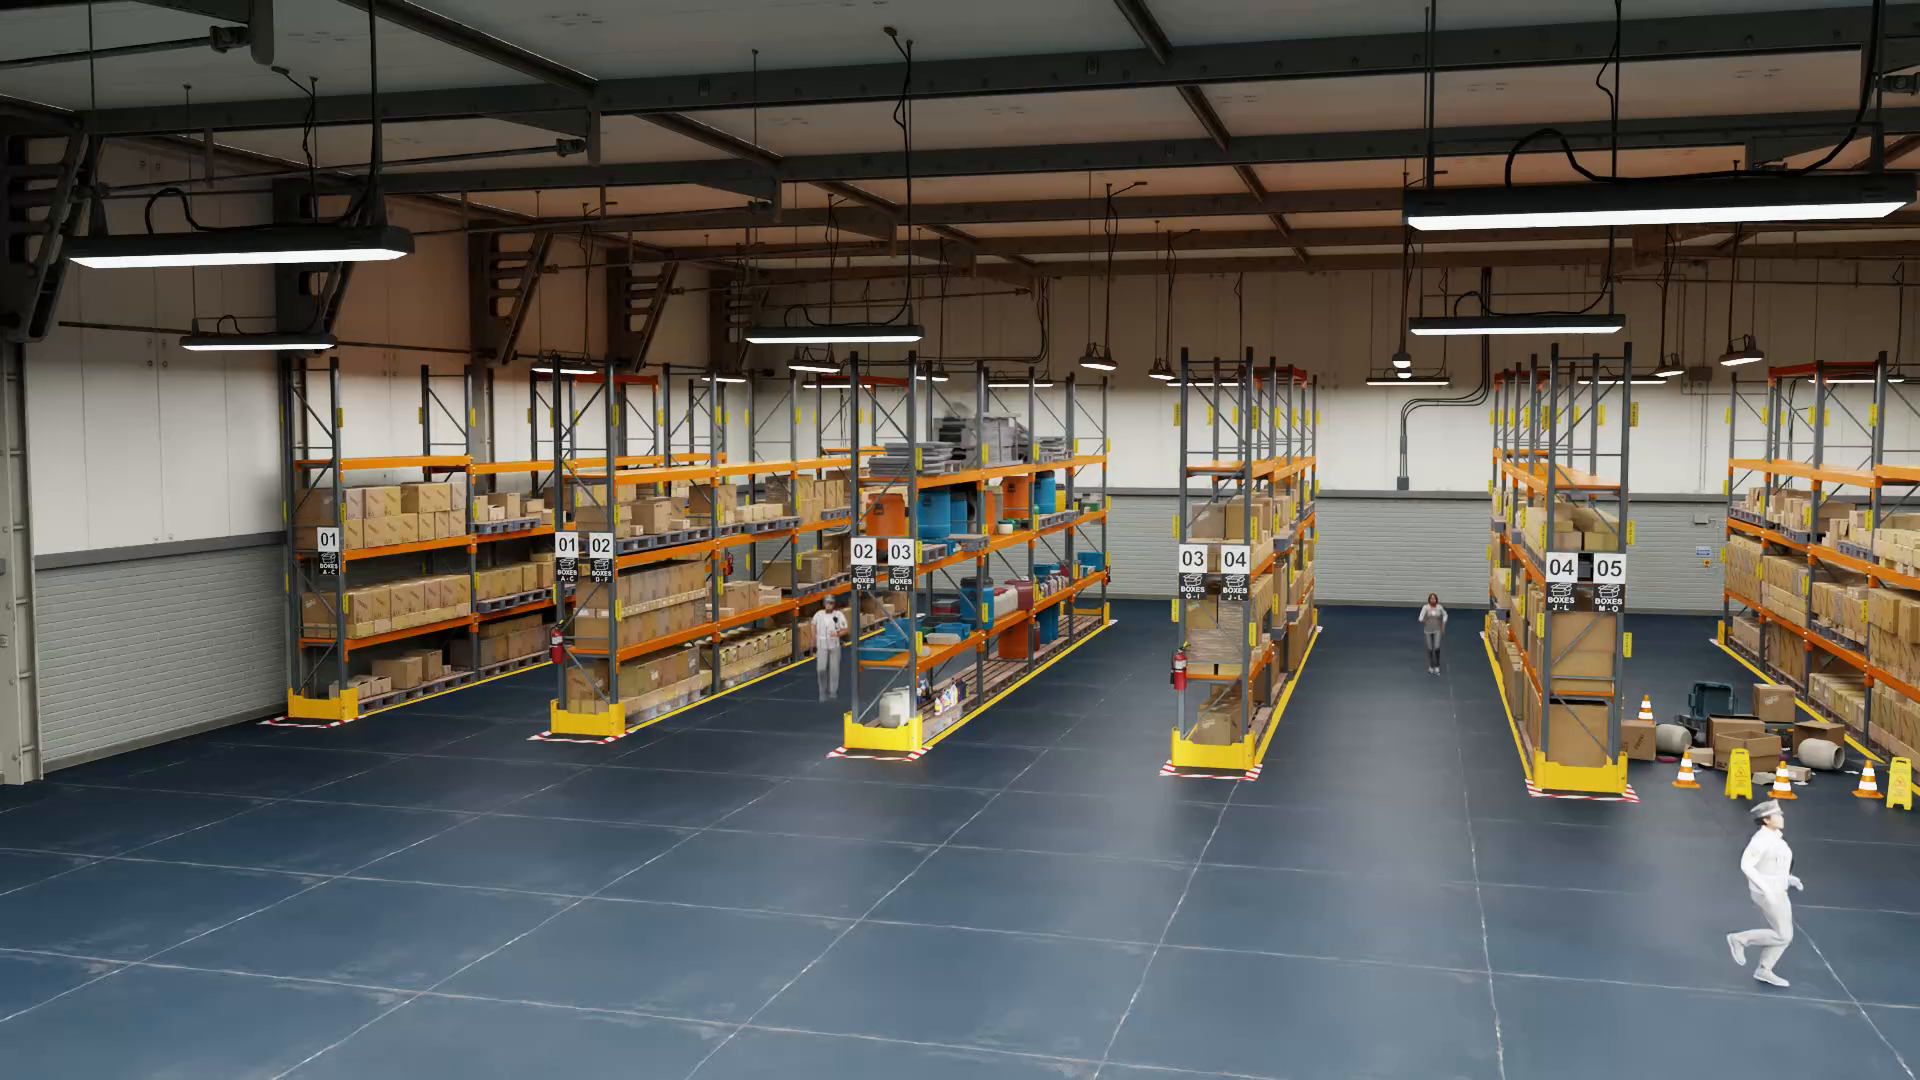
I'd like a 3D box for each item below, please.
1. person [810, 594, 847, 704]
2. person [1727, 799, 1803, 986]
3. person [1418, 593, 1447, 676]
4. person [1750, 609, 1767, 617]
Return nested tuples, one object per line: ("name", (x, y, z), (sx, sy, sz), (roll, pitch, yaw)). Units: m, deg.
("person", (-2.198, 1.819, 27.746), (0.641, 1.842, 0.677), (0, 4, -1))
("person", (7.140, 3.103, 14.739), (0.552, 1.657, 0.621), (4, 6, 42))
("person", (9.197, 1.841, 32.372), (0.532, 1.602, 0.678), (1, 4, 18))
("person", (18.157, 1.420, 37.652), (0.819, 1.615, 0.673), (4, 5, 40))
